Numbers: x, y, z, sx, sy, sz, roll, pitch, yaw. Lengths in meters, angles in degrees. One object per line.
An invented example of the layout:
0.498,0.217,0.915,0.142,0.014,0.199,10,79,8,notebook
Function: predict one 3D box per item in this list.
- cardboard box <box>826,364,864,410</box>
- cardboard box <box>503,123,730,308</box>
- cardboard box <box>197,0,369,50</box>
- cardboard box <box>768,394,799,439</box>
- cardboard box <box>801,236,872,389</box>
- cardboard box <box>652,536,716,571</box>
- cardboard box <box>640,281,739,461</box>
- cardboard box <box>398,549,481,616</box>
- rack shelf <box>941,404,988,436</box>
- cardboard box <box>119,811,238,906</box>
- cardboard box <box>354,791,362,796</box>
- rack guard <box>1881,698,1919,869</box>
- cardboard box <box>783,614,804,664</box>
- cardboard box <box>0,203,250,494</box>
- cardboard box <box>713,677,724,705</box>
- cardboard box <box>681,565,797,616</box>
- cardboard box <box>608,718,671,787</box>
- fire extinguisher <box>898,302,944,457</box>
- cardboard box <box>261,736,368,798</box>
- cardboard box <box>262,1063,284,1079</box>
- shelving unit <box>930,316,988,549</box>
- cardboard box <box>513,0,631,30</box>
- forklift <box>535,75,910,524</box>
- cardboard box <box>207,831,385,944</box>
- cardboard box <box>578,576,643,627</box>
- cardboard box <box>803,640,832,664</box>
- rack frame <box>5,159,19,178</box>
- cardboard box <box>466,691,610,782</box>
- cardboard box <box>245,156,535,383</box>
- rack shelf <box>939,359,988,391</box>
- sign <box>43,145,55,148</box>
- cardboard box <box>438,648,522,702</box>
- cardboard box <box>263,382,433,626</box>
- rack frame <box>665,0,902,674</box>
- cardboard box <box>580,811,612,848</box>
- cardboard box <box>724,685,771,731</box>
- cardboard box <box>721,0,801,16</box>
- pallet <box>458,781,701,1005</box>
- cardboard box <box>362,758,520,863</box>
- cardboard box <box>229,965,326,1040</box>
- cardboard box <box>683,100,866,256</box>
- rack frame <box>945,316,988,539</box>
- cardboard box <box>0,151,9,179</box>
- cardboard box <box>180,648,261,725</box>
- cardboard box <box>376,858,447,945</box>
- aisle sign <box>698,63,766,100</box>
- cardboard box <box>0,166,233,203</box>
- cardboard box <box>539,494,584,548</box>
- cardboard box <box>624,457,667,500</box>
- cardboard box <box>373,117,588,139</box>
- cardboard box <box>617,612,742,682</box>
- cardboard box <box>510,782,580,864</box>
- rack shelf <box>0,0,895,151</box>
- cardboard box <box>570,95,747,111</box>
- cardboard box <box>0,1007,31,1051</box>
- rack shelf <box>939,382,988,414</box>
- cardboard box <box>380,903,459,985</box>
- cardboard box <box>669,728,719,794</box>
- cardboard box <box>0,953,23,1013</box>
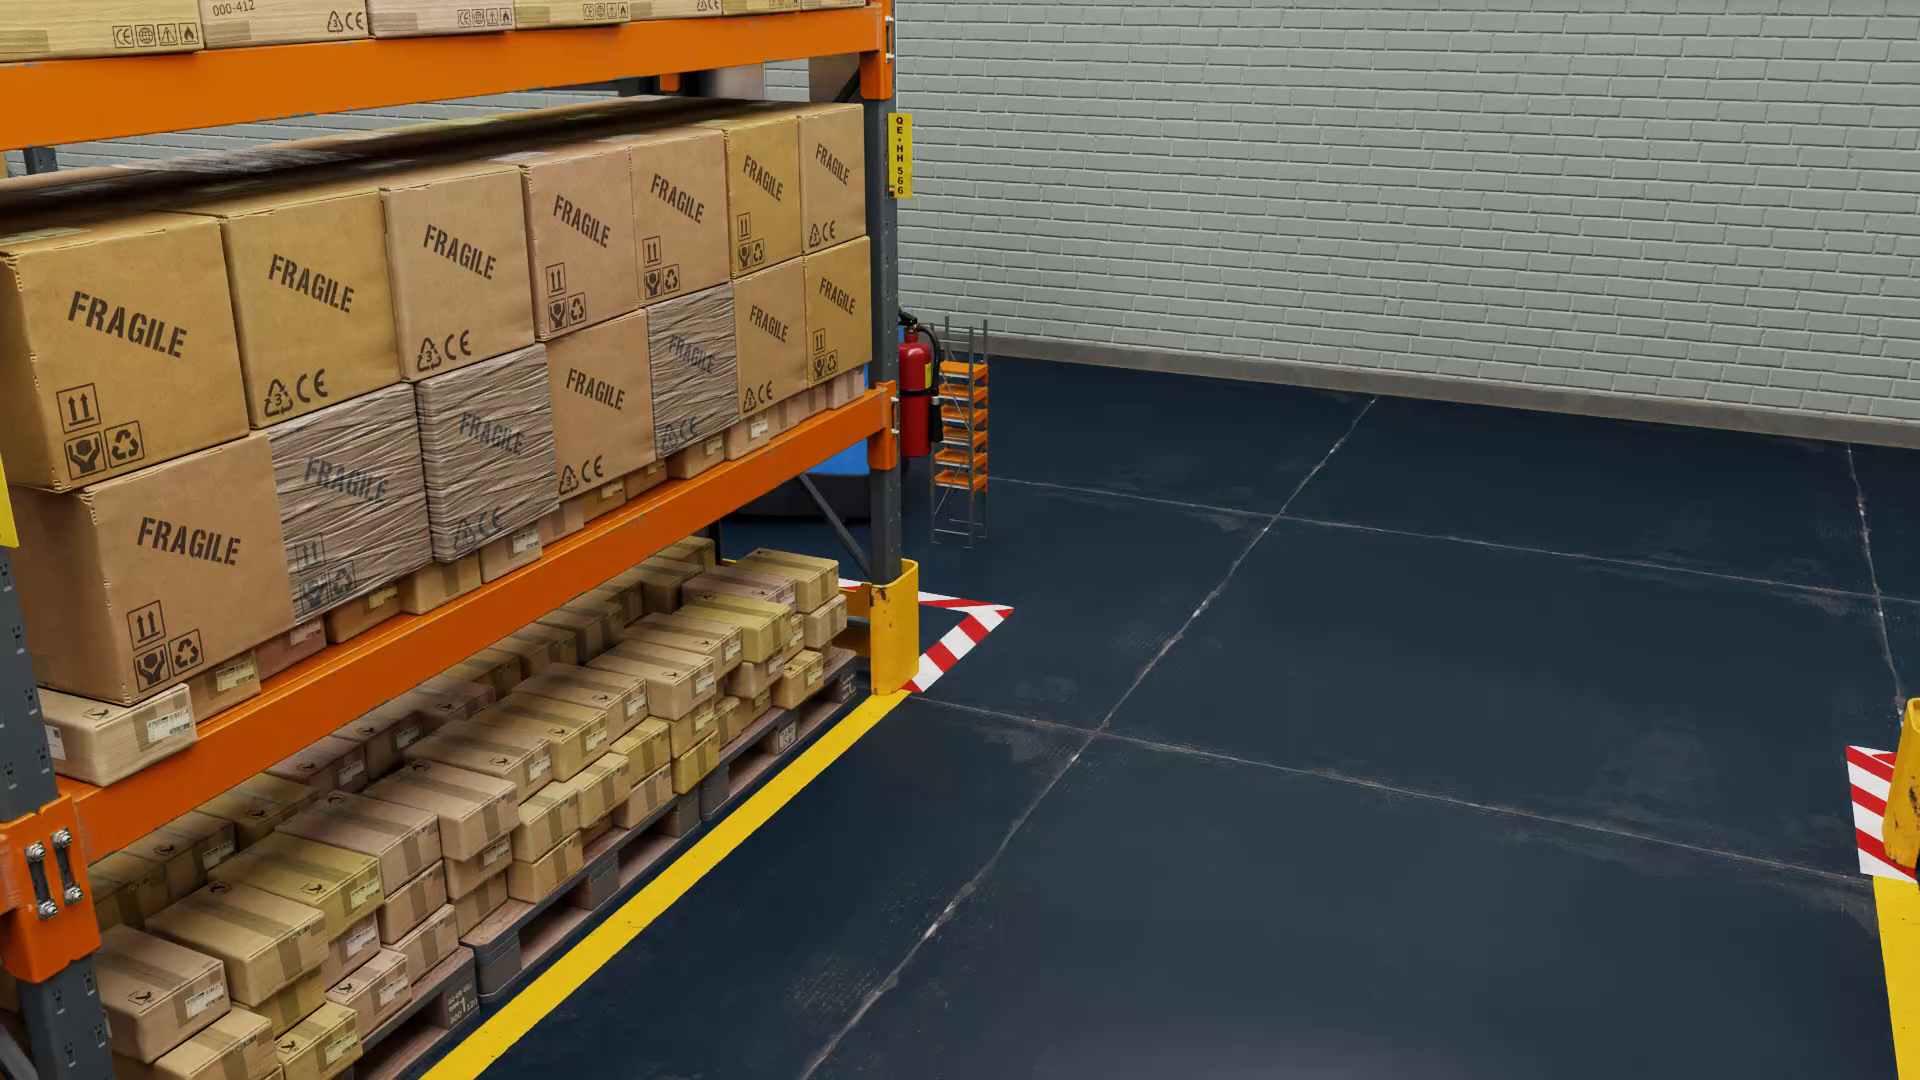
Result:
-0.608,-0.641,6.669,0.380,0.149,0.250,9,21,23,cardboard box
-1.105,-1.067,5.406,0.500,0.500,0.500,10,22,25,cardboard box
-1.743,-1.277,3.830,0.500,0.250,0.500,8,21,22,cardboard box
-0.833,-0.491,6.248,0.380,0.149,0.250,8,21,22,cardboard box
-0.682,-0.912,6.464,0.500,0.500,0.500,9,21,24,cardboard box
-1.257,0.081,7.004,0.380,0.149,0.250,8,21,20,cardboard box
-1.096,-0.599,5.583,0.500,0.500,0.500,9,21,23,cardboard box
-1.577,0.074,4.660,0.380,0.149,0.250,9,21,24,cardboard box
-0.006,-0.632,8.730,0.258,0.103,0.180,9,21,23,rack shelf
-2.298,0.885,4.743,0.380,0.149,0.250,8,21,22,cardboard box
-2.060,0.878,5.207,0.380,0.149,0.250,9,22,24,cardboard box
3.835,0.921,5.632,1.175,0.500,0.348,9,21,23,rack guard
-0.844,0.381,6.606,0.380,0.149,0.250,8,21,21,cardboard box
-1.963,-0.438,3.637,0.500,0.500,0.500,9,22,24,cardboard box
-1.103,0.535,6.171,0.380,0.149,0.250,8,21,22,cardboard box
-0.873,0.233,6.577,0.380,0.149,0.250,9,21,24,cardboard box
-1.221,0.703,5.699,0.380,0.149,0.250,10,22,25,cardboard box
-0.208,-0.699,7.130,0.296,0.674,0.183,9,21,23,fire extinguisher
-2.094,0.721,5.204,0.380,0.149,0.250,7,21,20,cardboard box
-1.928,1.403,4.174,0.380,0.149,0.250,8,21,20,cardboard box
-0.006,-0.561,8.755,0.258,1.200,0.189,9,21,23,shelving unit
-1.295,-1.593,4.718,0.500,0.250,0.500,10,22,25,cardboard box
-1.864,-1.679,9.317,3.031,2.935,1.130,3,20,8,forklift
-1.815,0.953,4.552,0.380,0.149,0.250,8,21,22,cardboard box
-1.480,0.241,6.554,0.380,0.149,0.250,8,21,23,cardboard box
-0.758,0.437,6.890,0.380,0.149,0.250,9,21,24,cardboard box
-5.213,-1.608,9.015,0.949,2.616,0.053,9,21,23,rack frame
-1.377,0.639,5.435,0.380,0.149,0.250,9,21,23,cardboard box
-1.530,-0.748,4.510,0.500,0.500,0.500,9,21,24,cardboard box
-0.006,-0.858,8.650,0.258,0.103,0.180,9,21,23,rack shelf
-4.727,-2.187,8.561,0.100,0.325,0.005,9,21,23,sign
-1.778,0.486,5.865,0.380,0.149,0.250,9,21,24,cardboard box
-1.742,-0.131,4.268,0.500,0.500,0.500,9,21,23,cardboard box
-0.732,-0.897,7.016,1.000,3.000,0.127,9,21,23,rack frame
-1.396,0.910,5.560,0.380,0.149,0.250,9,22,24,cardboard box
-0.957,0.599,6.436,0.380,0.149,0.250,8,21,22,cardboard box
-0.880,-1.908,5.604,0.500,0.250,0.500,9,21,23,cardboard box
-1.629,1.055,5.688,1.003,0.211,1.213,9,21,23,pallet
-1.550,0.804,4.972,0.380,0.149,0.250,9,21,24,cardboard box
-1.908,1.174,4.375,0.380,0.149,0.250,9,21,23,cardboard box
-0.693,-1.382,6.292,0.500,0.500,0.500,8,21,22,cardboard box
0.032,-0.589,8.834,0.240,1.200,0.006,9,21,23,rack frame
-5.176,-1.847,8.346,0.500,0.500,0.500,9,21,23,cardboard box
-1.918,0.313,3.988,0.380,0.149,0.250,9,22,24,cardboard box
-1.728,1.012,4.830,0.380,0.149,0.250,7,21,20,cardboard box
-0.976,-2.186,6.759,0.394,0.787,0.004,9,21,23,aisle sign
-2.218,-0.673,4.298,0.500,0.500,0.500,8,21,21,cardboard box
-1.393,-0.096,5.136,0.380,0.149,0.250,9,22,25,cardboard box
-1.216,-0.259,5.595,0.380,0.149,0.250,8,21,20,cardboard box
-1.593,-1.144,5.623,0.500,0.500,0.500,8,21,21,cardboard box
-1.027,0.400,6.107,0.380,0.149,0.250,8,21,21,cardboard box
-1.433,0.863,5.249,0.380,0.149,0.250,8,21,22,cardboard box
-1.551,-1.360,4.915,1.077,0.370,4.000,9,21,23,rack shelf
-1.158,-1.455,6.498,0.500,0.500,0.500,8,21,22,cardboard box
-2.531,1.191,4.328,0.380,0.149,0.250,9,21,24,cardboard box
-0.006,-0.745,8.690,0.258,0.103,0.180,9,21,23,rack shelf
-1.706,1.155,4.874,0.380,0.149,0.250,8,21,22,cardboard box
-1.094,0.763,5.976,0.380,0.149,0.250,8,21,20,cardboard box
-2.462,1.046,4.291,0.380,0.149,0.250,9,22,24,cardboard box
